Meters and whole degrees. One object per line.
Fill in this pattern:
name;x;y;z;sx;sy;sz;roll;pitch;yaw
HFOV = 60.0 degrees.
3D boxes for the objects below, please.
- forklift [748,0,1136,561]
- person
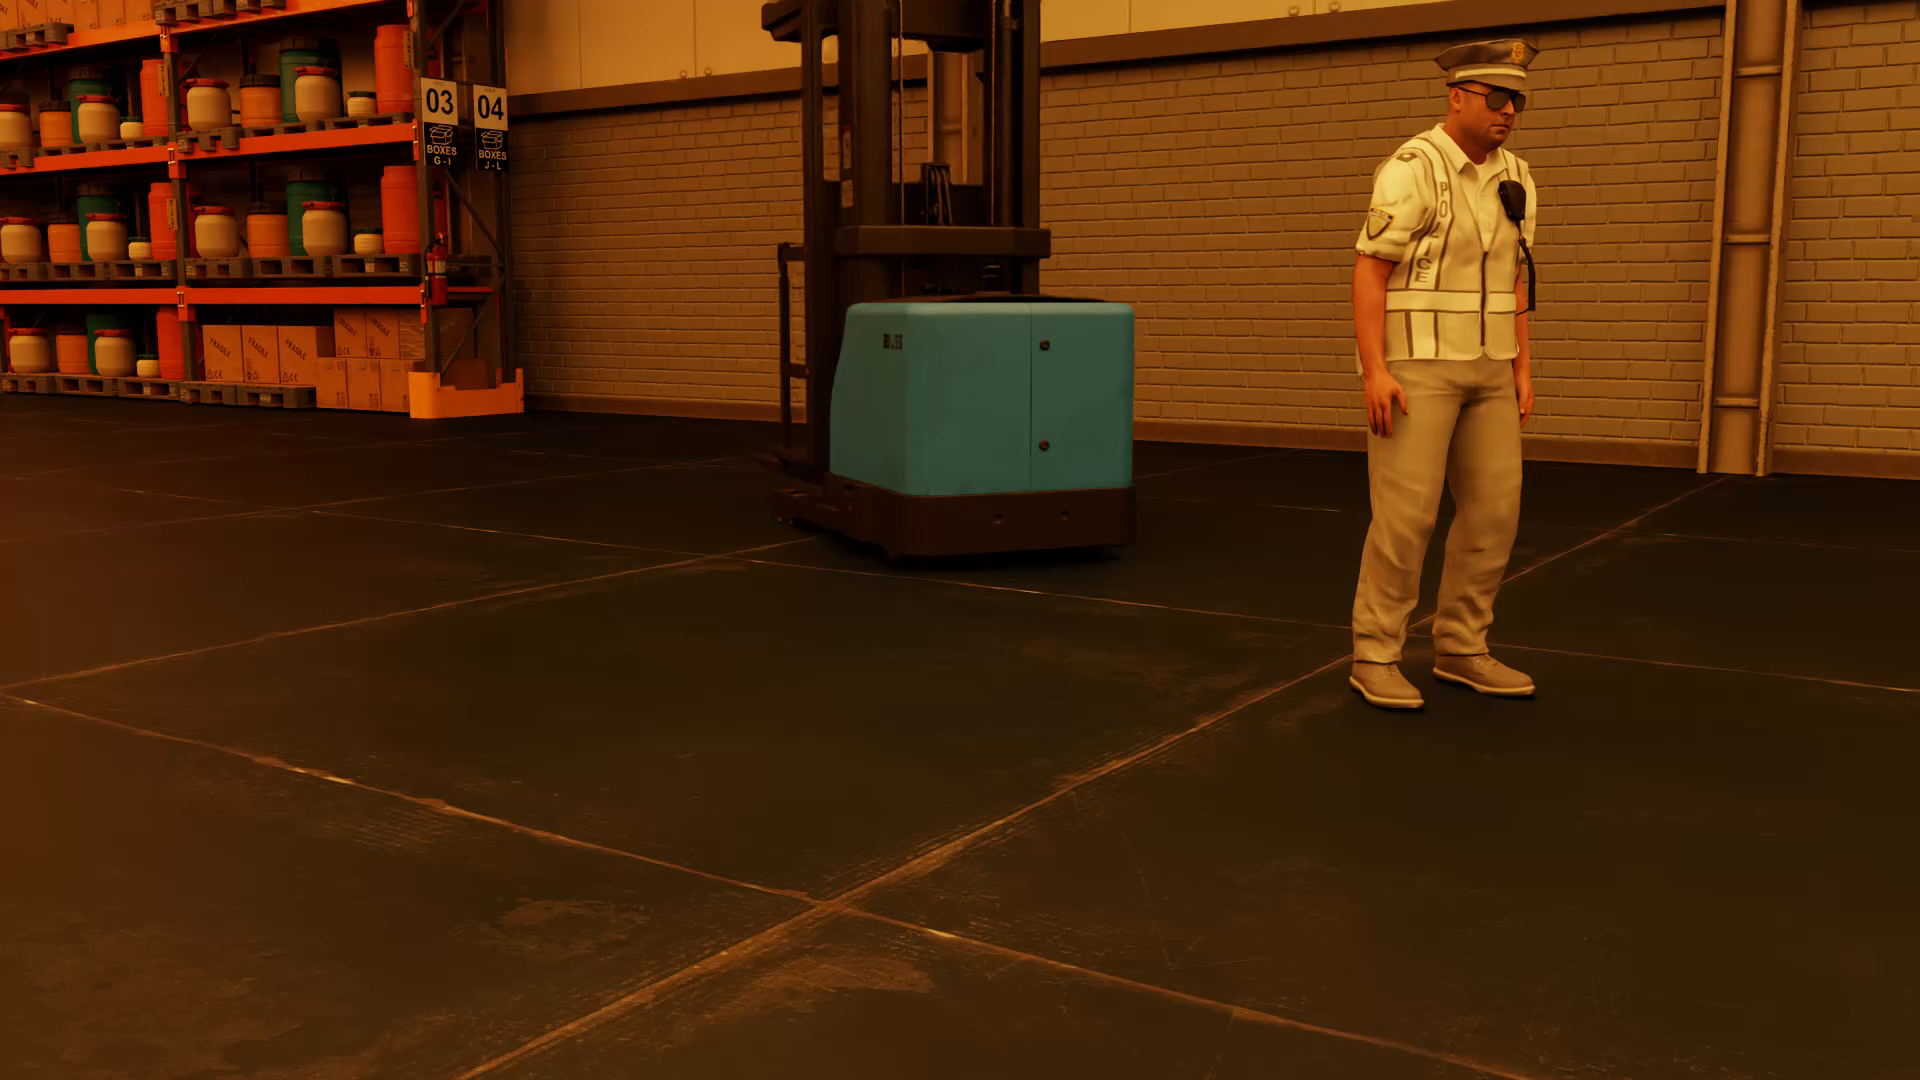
forklift;-0.297;-1.534;7.983;1.130;2.935;3.031;-3;9;-23
person;1.325;-0.448;4.548;0.585;1.747;0.439;-4;9;-24
